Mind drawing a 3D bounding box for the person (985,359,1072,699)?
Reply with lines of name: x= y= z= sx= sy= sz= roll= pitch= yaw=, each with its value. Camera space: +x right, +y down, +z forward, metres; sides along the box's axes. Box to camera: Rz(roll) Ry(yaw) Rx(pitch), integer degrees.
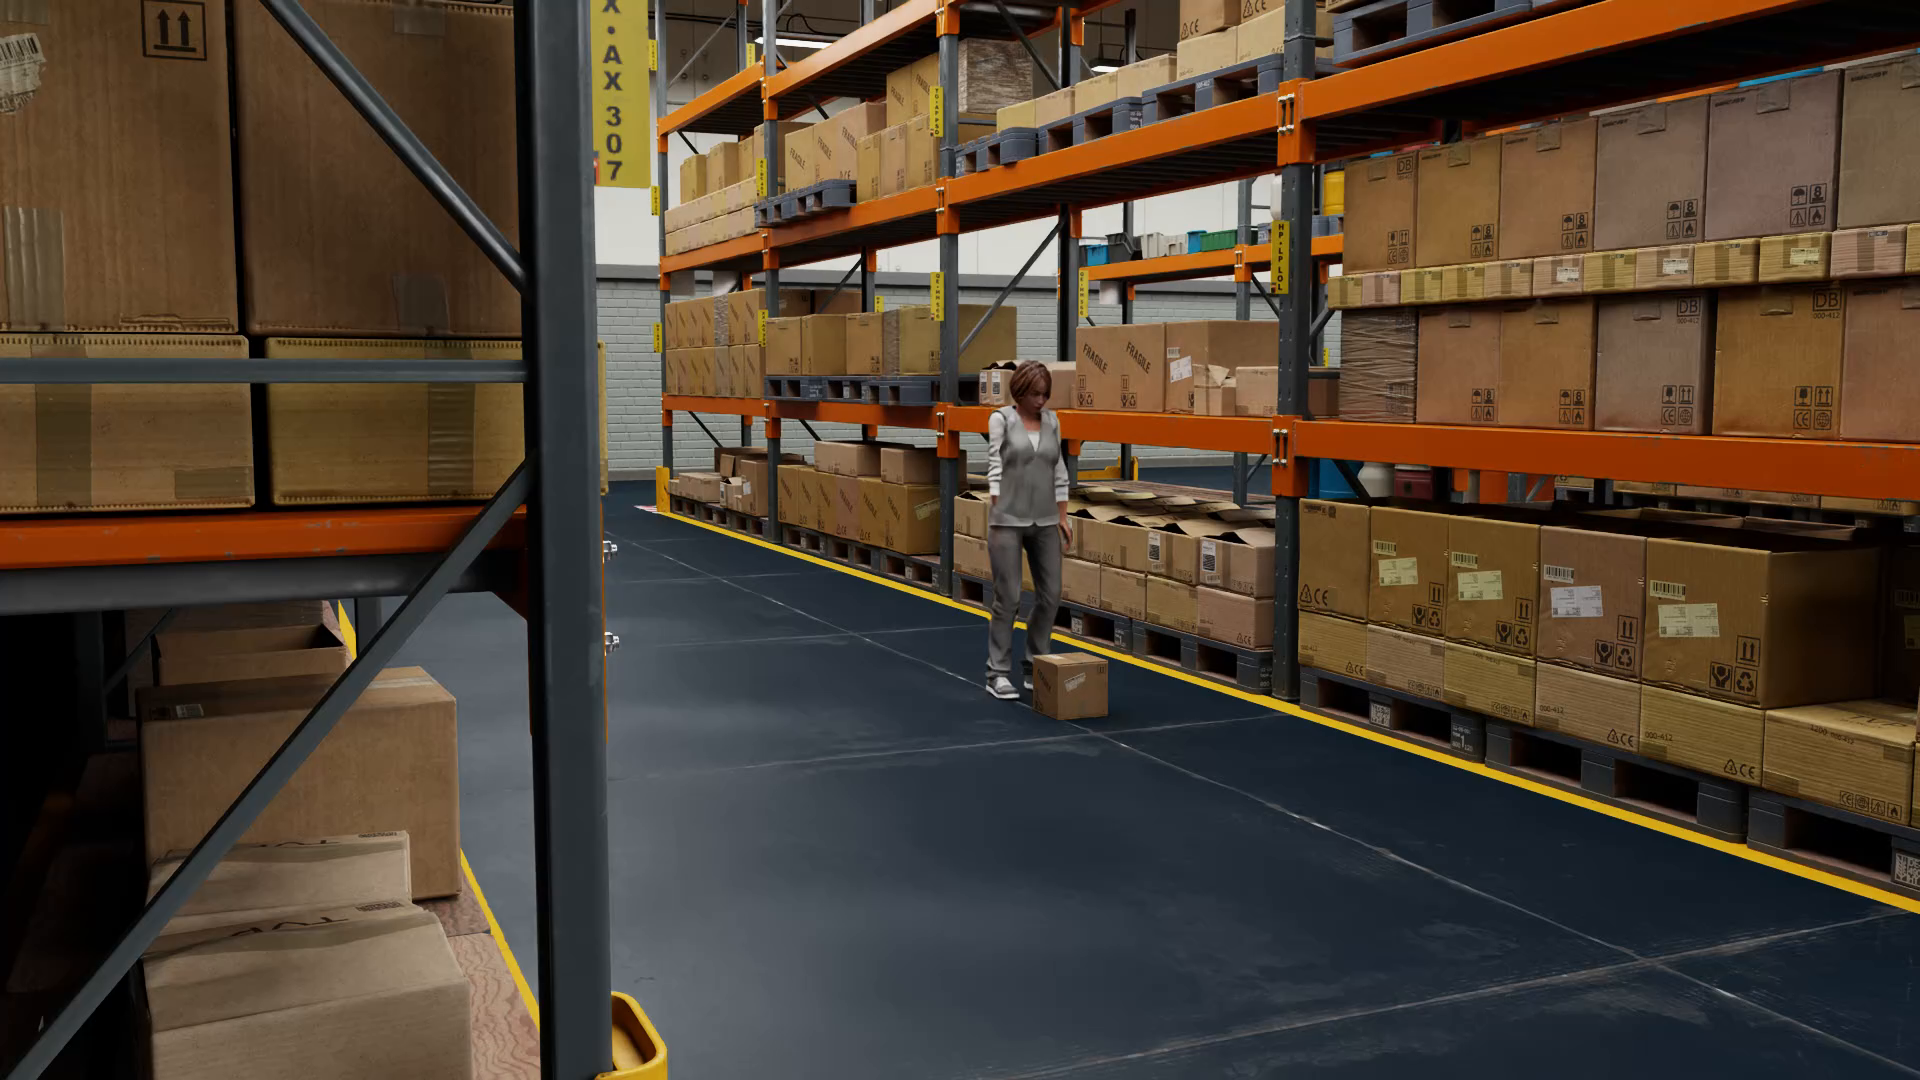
person: x=0.320 y=-0.052 z=7.831 sx=0.412 sy=1.587 sz=0.316 roll=-2 pitch=6 yaw=-23
